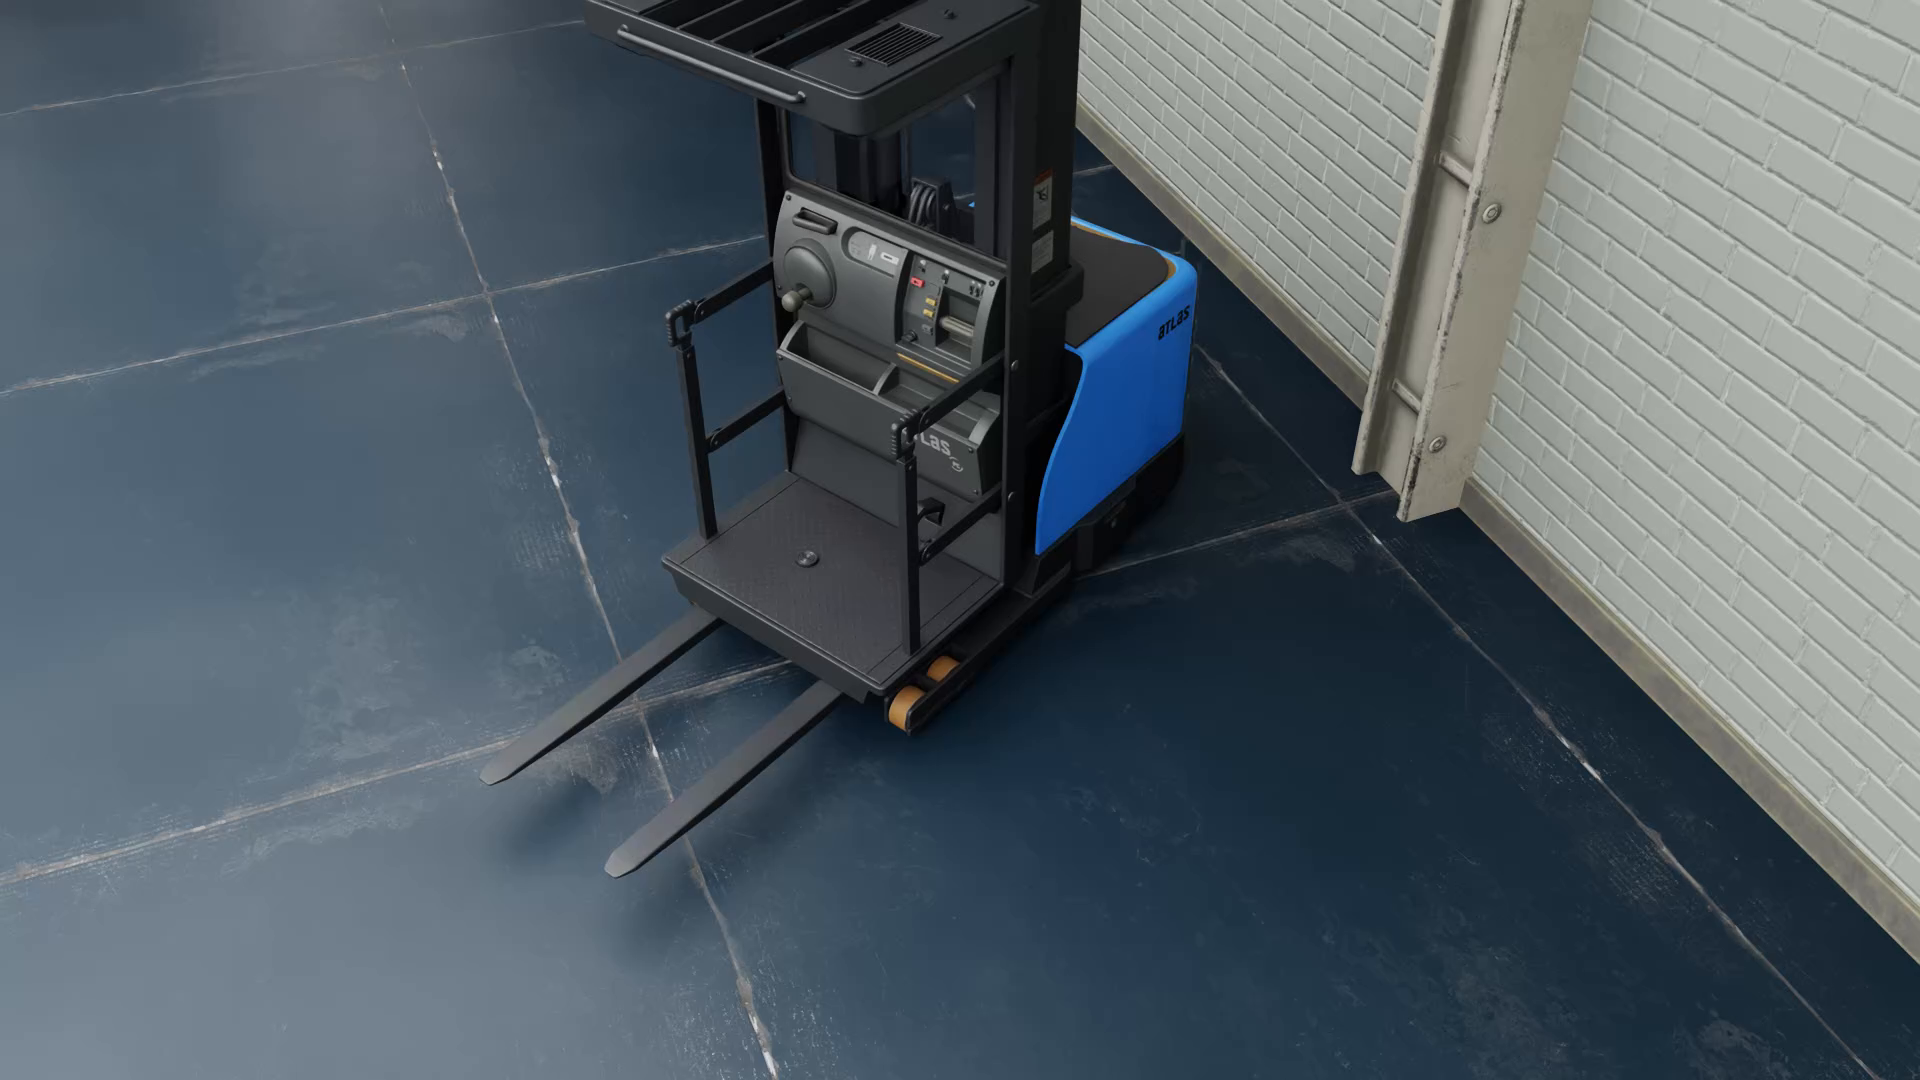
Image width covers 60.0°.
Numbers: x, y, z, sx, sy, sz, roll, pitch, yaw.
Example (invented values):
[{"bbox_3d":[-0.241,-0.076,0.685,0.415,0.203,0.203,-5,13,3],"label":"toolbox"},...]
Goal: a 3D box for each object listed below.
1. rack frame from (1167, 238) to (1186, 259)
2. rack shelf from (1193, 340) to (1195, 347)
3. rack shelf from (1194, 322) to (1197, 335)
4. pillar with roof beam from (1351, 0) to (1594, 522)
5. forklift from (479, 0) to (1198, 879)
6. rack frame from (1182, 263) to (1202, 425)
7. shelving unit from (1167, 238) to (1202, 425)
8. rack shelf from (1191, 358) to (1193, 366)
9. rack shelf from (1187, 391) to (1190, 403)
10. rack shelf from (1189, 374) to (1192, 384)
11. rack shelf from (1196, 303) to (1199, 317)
[{"bbox_3d":[0.809,-0.874,7.076,0.240,0.900,0.006,-8,41,-9],"label":"rack frame"},{"bbox_3d":[0.829,-0.854,6.964,0.258,0.077,0.200,-8,41,-9],"label":"rack shelf"},{"bbox_3d":[0.829,-0.923,6.906,0.258,0.077,0.200,-8,41,-9],"label":"rack shelf"},{"bbox_3d":[-2.090,-2.567,2.833,9.100,9.000,0.400,-15,43,-17],"label":"pillar with roof beam"},{"bbox_3d":[-0.389,-0.794,5.425,1.130,2.935,3.031,28,48,28],"label":"forklift"},{"bbox_3d":[0.850,-0.747,6.924,0.240,0.900,0.006,-8,41,-9],"label":"rack frame"},{"bbox_3d":[0.829,-0.811,7.000,0.258,0.900,0.210,-8,41,-9],"label":"shelving unit"},{"bbox_3d":[0.829,-0.785,7.021,0.258,0.077,0.200,-8,41,-9],"label":"rack shelf"},{"bbox_3d":[0.830,-0.647,7.137,0.258,0.077,0.200,-8,41,-9],"label":"rack shelf"},{"bbox_3d":[0.830,-0.716,7.079,0.258,0.077,0.200,-8,41,-9],"label":"rack shelf"},{"bbox_3d":[0.829,-0.992,6.848,0.258,0.077,0.200,-8,41,-9],"label":"rack shelf"}]
